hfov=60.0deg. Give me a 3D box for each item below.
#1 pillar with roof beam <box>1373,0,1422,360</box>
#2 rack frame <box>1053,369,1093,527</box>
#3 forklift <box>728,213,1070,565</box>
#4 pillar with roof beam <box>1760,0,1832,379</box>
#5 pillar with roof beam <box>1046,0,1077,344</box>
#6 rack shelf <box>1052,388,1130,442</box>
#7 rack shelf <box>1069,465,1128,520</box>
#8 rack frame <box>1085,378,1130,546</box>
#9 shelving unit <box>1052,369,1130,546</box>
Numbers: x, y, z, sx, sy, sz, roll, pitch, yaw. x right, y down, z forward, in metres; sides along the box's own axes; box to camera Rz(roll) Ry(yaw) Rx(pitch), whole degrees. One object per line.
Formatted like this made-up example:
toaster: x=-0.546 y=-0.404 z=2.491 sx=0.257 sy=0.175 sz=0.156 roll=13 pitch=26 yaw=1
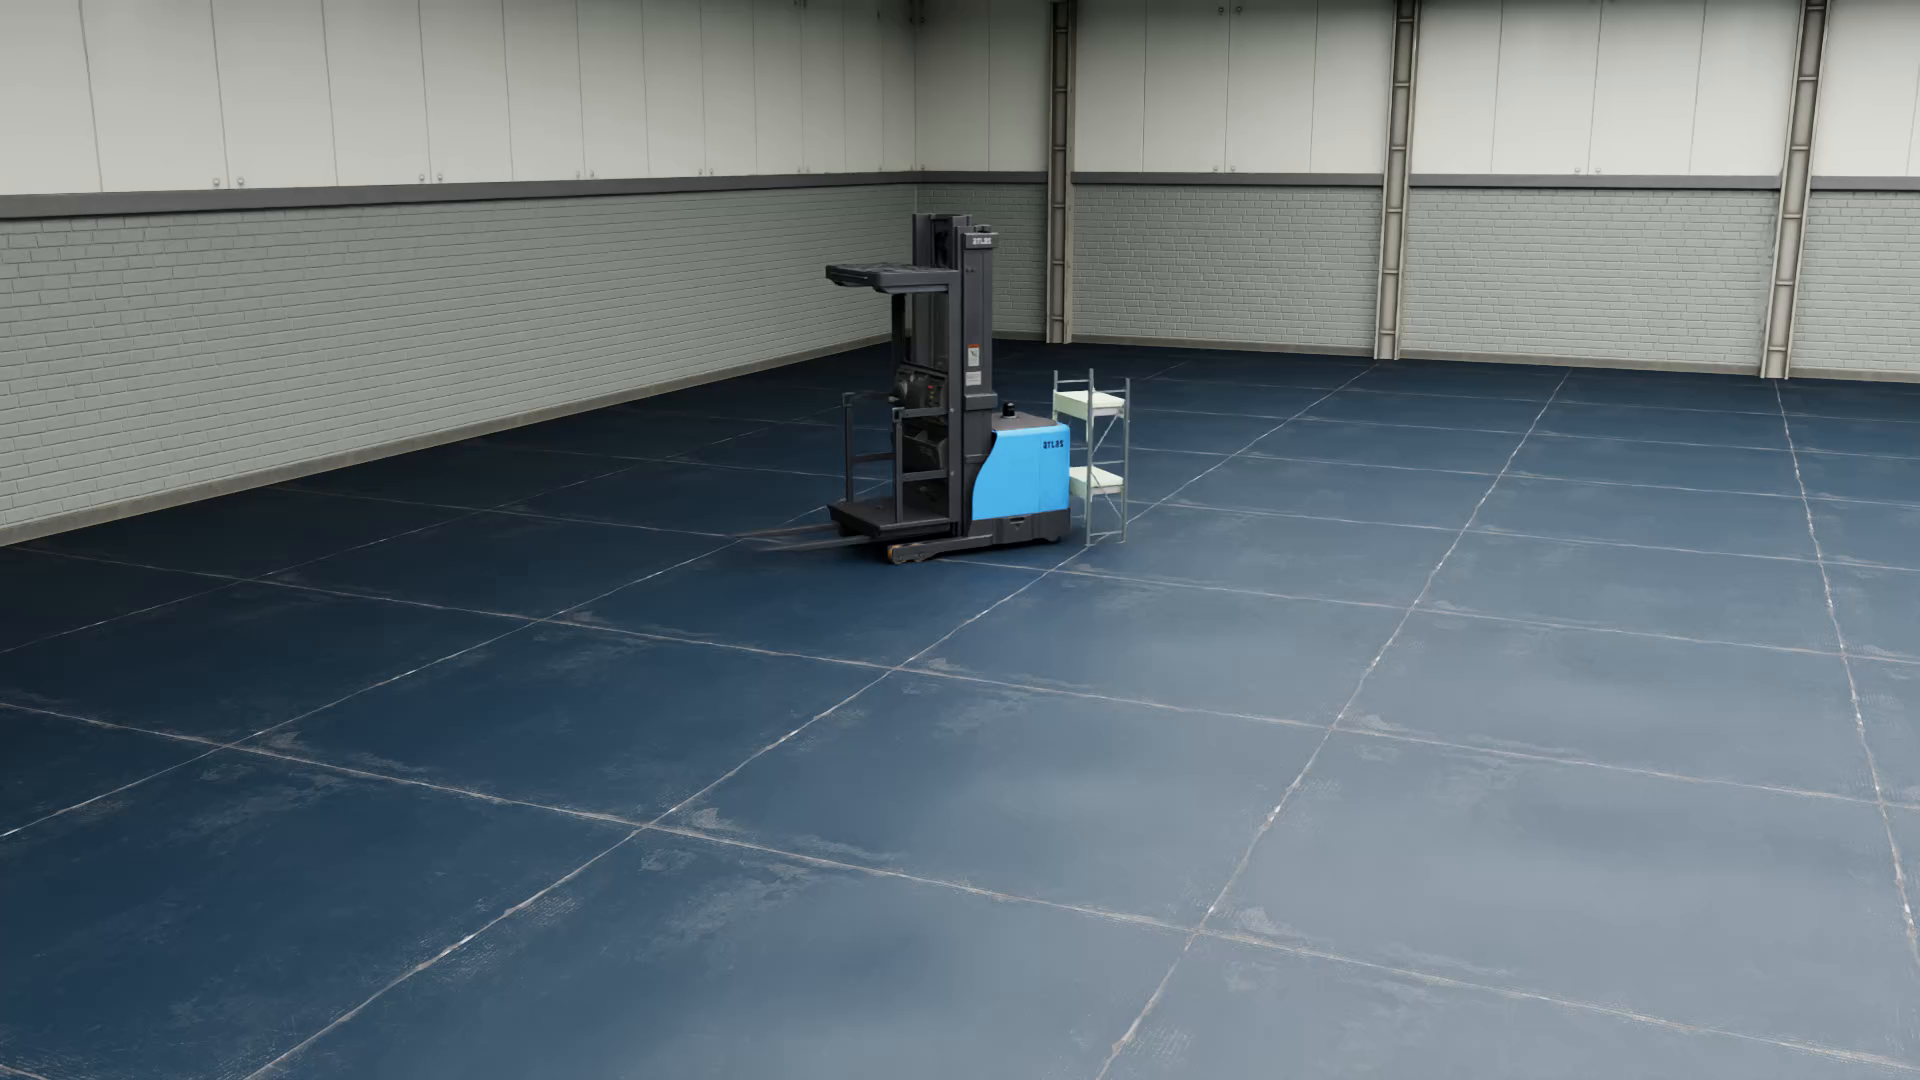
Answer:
pillar with roof beam: x=5.582 y=-6.600 z=23.679 sx=0.400 sy=9.000 sz=9.100 roll=6 pitch=14 yaw=23
rack frame: x=1.051 y=-0.846 z=15.573 sx=0.400 sy=1.500 sz=0.023 roll=-5 pitch=14 yaw=-21
forklift: x=-0.533 y=-1.351 z=14.591 sx=3.031 sy=2.935 sz=1.130 roll=-7 pitch=15 yaw=-28
pillar with roof beam: x=11.067 y=-6.045 z=21.313 sx=0.400 sy=9.000 sz=9.100 roll=6 pitch=14 yaw=23
pillar with roof beam: x=0.096 y=-7.155 z=26.045 sx=0.548 sy=9.000 sz=9.100 roll=6 pitch=14 yaw=23
rack shelf: x=1.187 y=-1.149 z=15.153 sx=0.431 sy=0.370 sz=0.720 roll=-5 pitch=14 yaw=-21
rack shelf: x=1.187 y=-0.451 z=15.317 sx=0.431 sy=0.370 sz=0.720 roll=-5 pitch=14 yaw=-21
rack frame: x=1.323 y=-0.691 z=14.912 sx=0.400 sy=1.500 sz=0.023 roll=-5 pitch=14 yaw=-21
shelving unit: x=1.187 y=-0.769 z=15.242 sx=0.431 sy=1.500 sz=0.755 roll=-5 pitch=14 yaw=-21
